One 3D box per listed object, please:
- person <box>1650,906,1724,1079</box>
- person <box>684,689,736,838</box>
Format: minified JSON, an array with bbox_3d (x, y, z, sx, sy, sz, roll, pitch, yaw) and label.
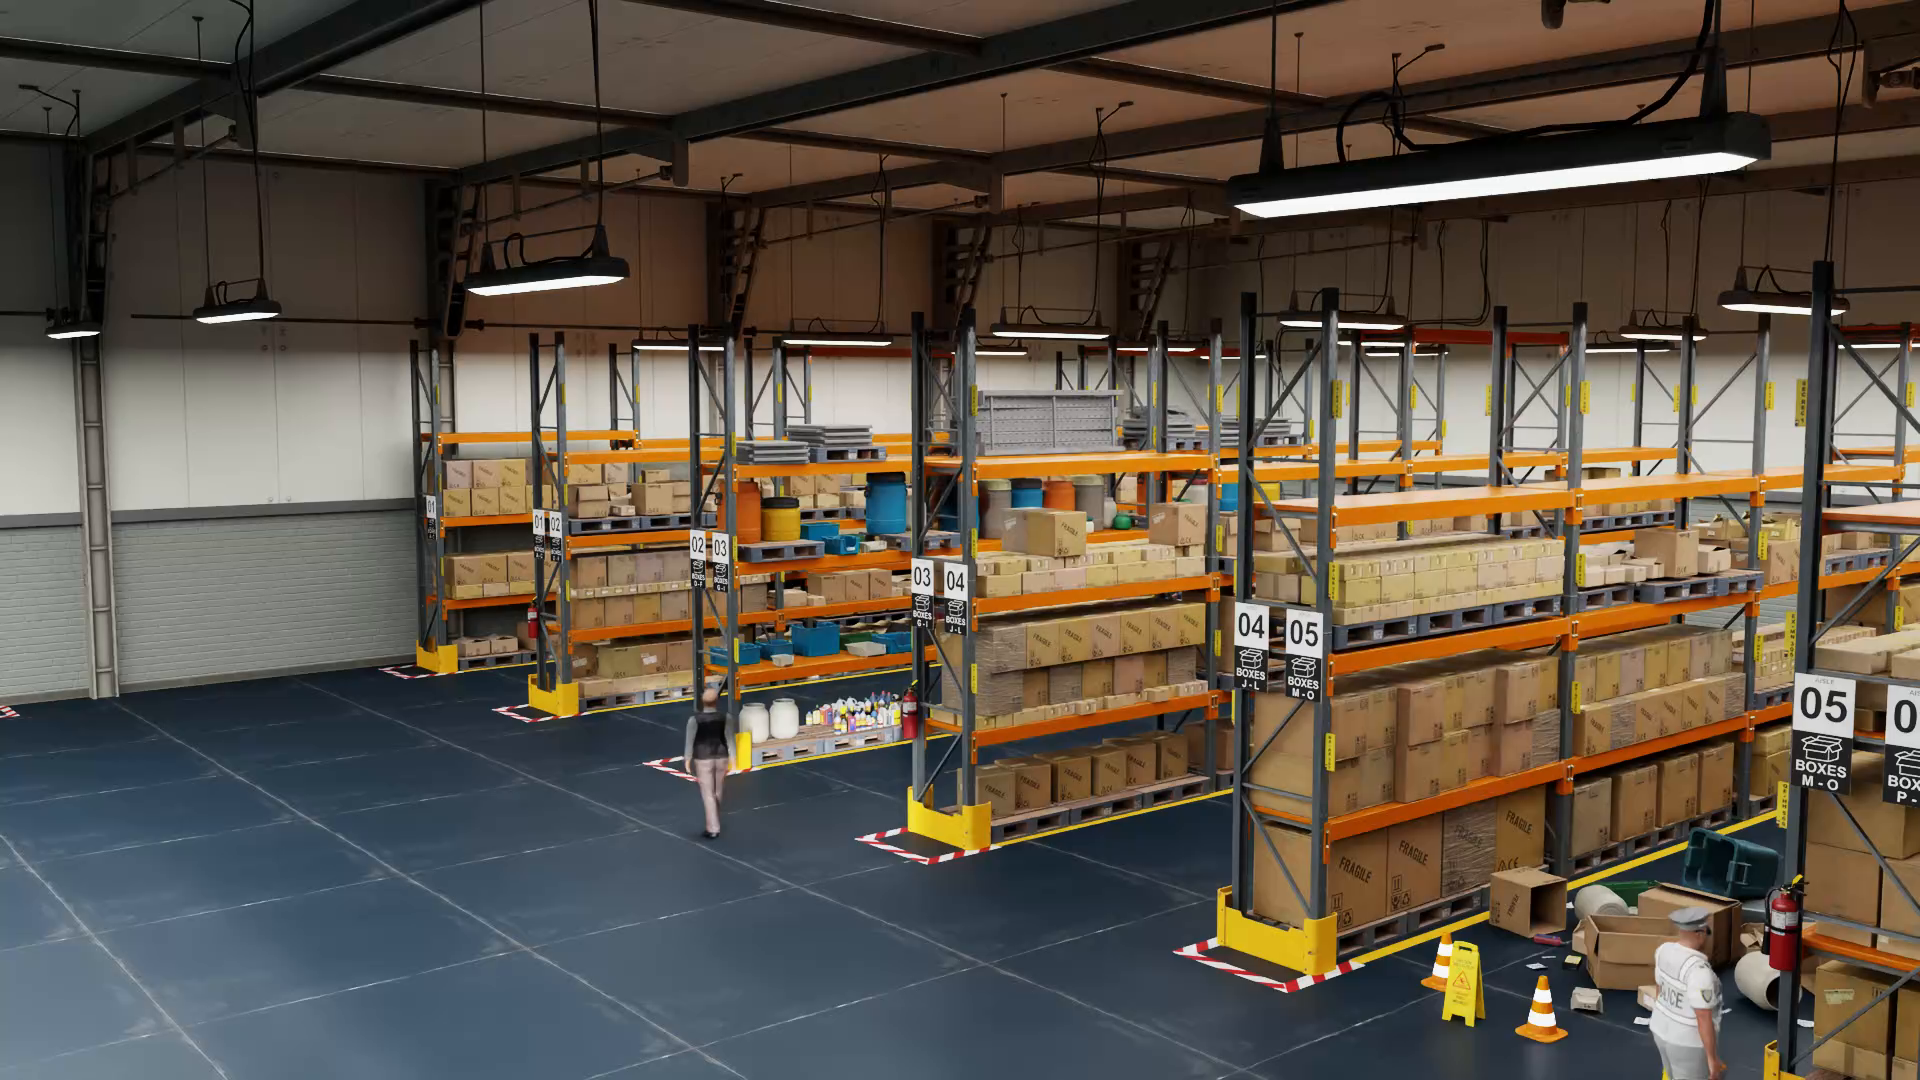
[{"bbox_3d":[4.791,3.325,10.901,0.438,1.854,0.601,0,5,-3],"label":"person"},{"bbox_3d":[-2.937,2.540,19.216,0.570,1.713,0.655,-5,7,-42],"label":"person"}]
